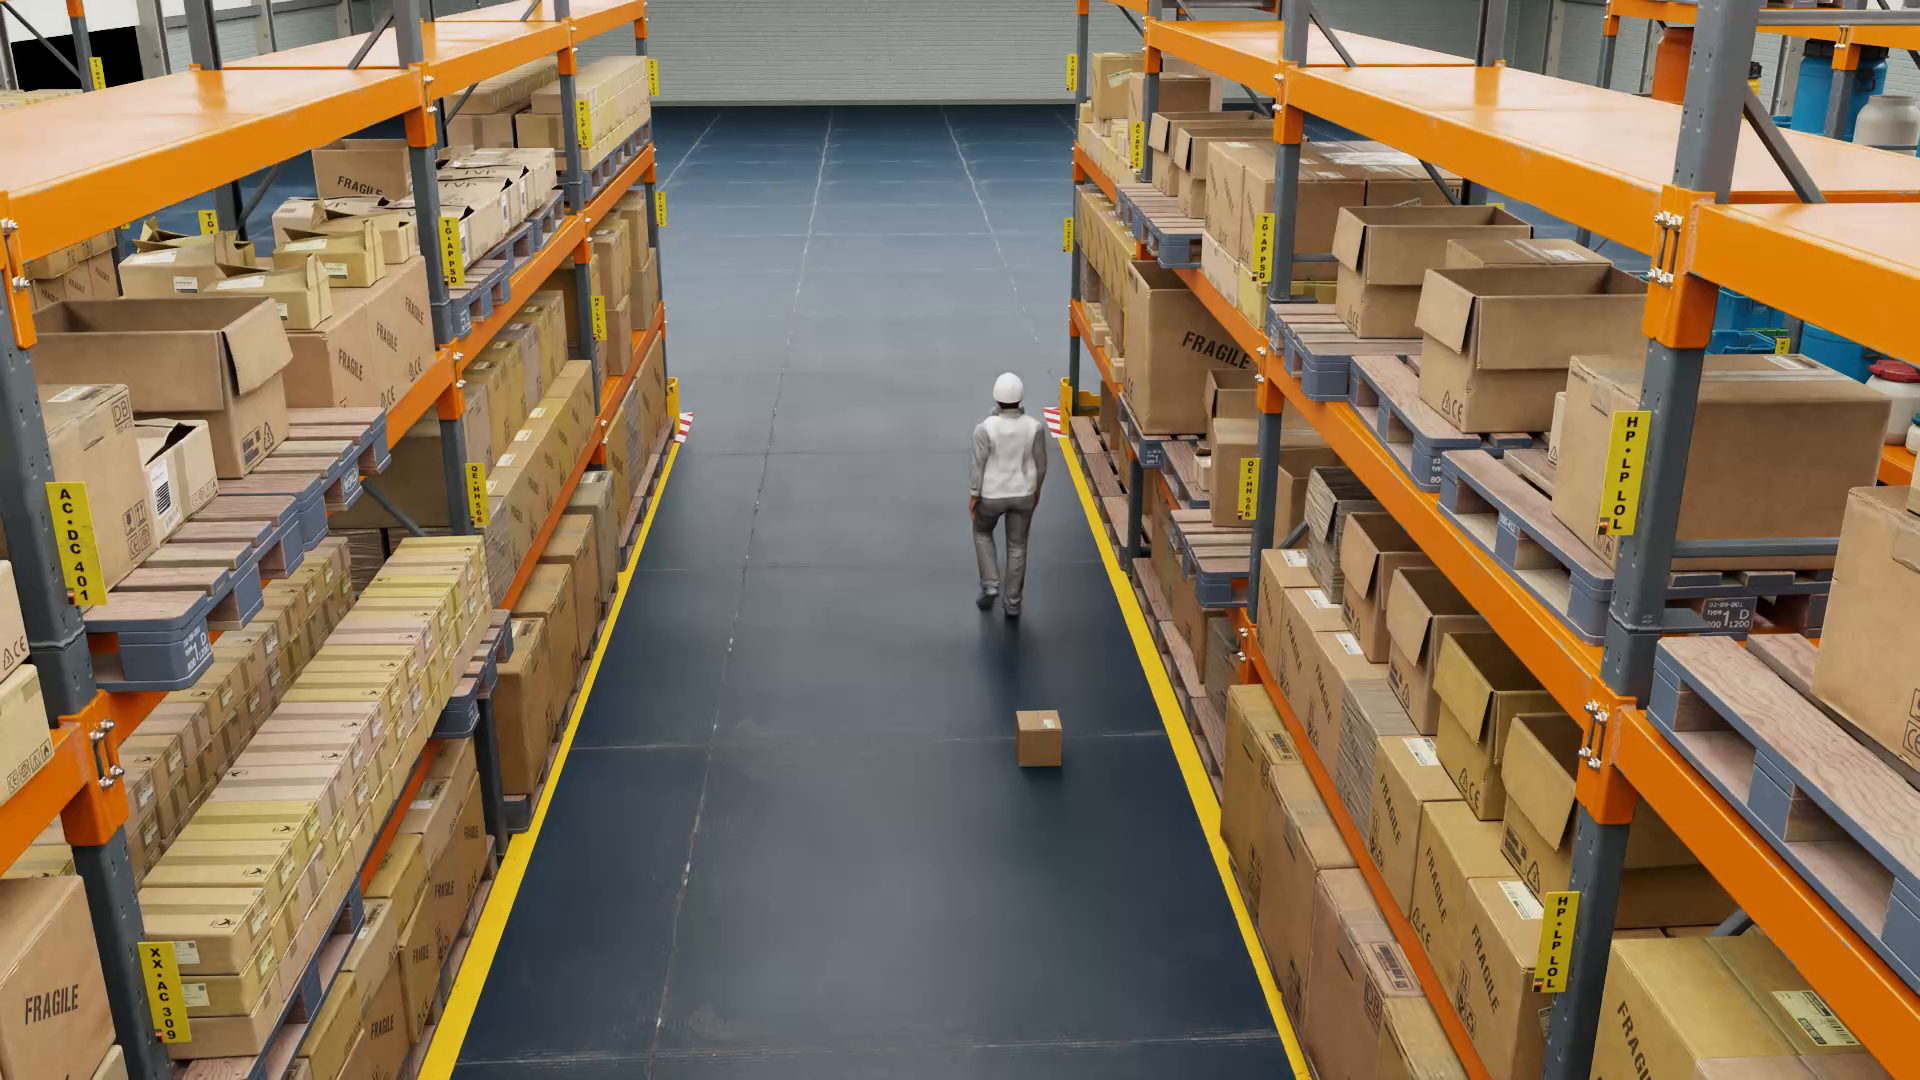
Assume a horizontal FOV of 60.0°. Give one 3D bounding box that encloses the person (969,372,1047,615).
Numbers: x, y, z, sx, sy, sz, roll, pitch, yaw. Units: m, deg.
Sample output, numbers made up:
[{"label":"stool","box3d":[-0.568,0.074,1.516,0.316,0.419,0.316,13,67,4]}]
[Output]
[{"label":"person","box3d":[0.333,-0.317,11.940,0.570,1.842,0.553,-2,20,-6]}]
